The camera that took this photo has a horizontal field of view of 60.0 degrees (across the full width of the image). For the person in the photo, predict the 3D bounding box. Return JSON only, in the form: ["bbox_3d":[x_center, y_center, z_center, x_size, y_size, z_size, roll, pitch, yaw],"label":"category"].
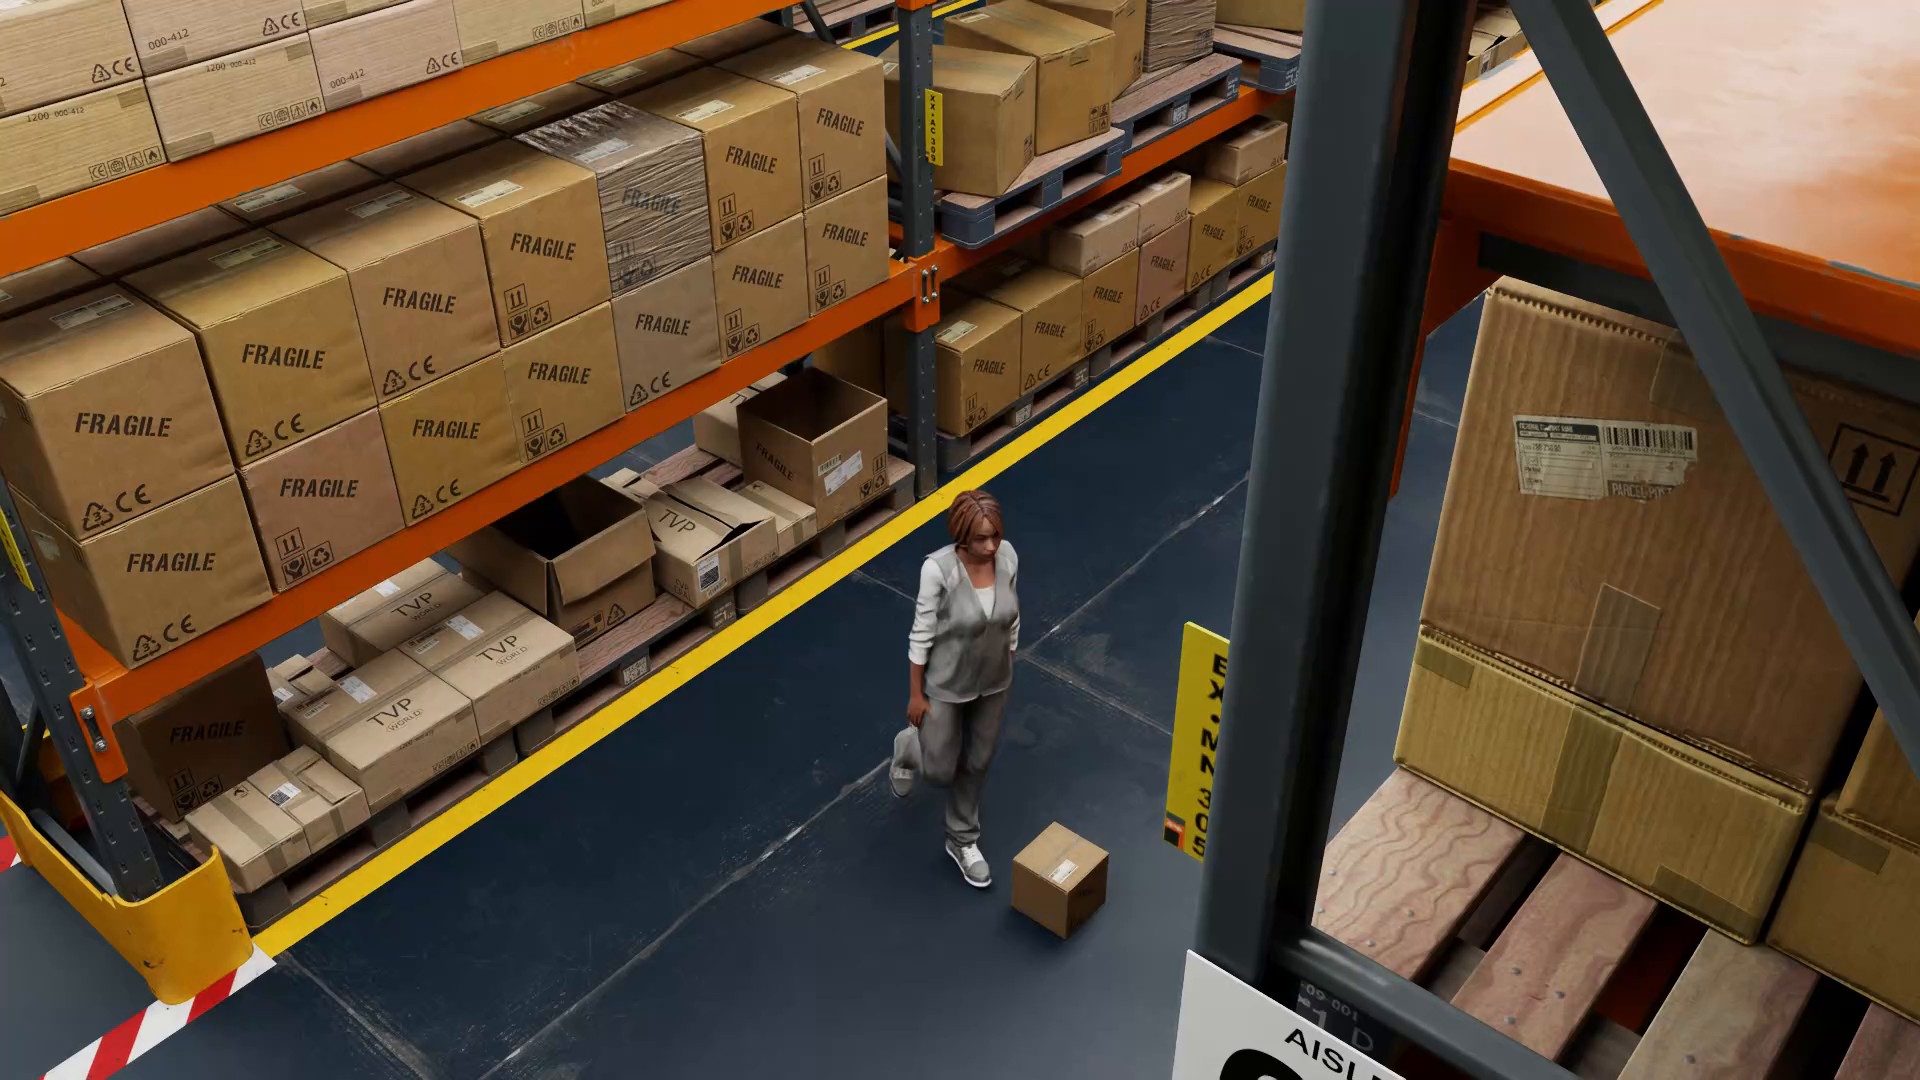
[{"bbox_3d":[-0.012,0.485,5.959,0.459,1.600,0.610,-17,39,-22],"label":"person"}]
